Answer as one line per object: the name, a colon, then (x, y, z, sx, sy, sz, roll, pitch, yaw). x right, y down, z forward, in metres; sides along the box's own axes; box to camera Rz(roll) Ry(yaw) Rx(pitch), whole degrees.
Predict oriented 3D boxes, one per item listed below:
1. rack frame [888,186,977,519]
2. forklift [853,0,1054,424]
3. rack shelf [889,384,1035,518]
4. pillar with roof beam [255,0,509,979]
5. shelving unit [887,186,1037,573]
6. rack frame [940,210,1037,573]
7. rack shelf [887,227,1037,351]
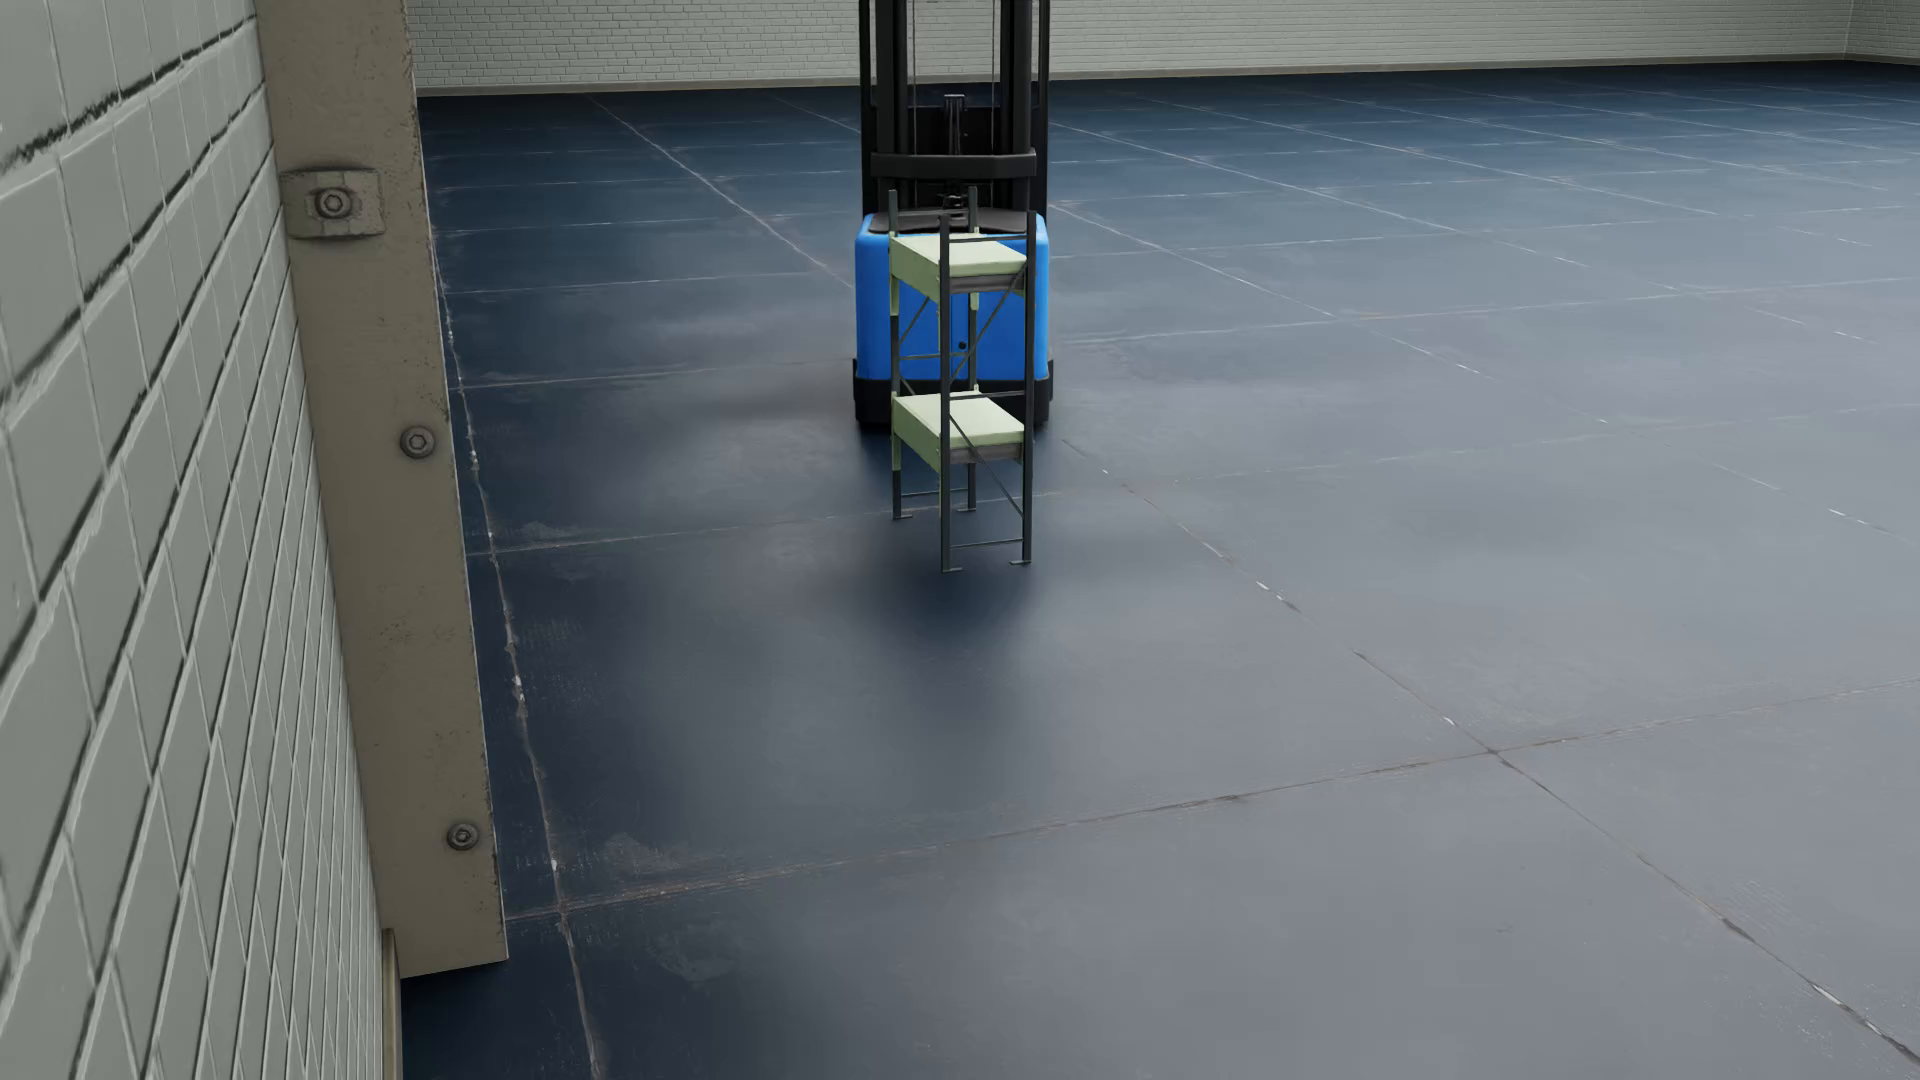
rack frame: (-0.117, -0.825, 7.496, 0.400, 1.500, 0.023, -6, 21, -17)
forklift: (-0.029, -2.449, 9.898, 1.130, 2.935, 3.031, 0, 20, 1)
rack shelf: (-0.002, -0.401, 7.279, 0.431, 0.370, 0.720, -6, 21, -17)
pillar with roof beam: (2.695, -3.641, 4.241, 9.100, 9.000, 0.400, -6, 21, -17)
shelving unit: (-0.002, -0.708, 7.169, 0.431, 1.500, 0.755, -6, 21, -17)
rack frame: (0.113, -0.591, 6.842, 0.400, 1.500, 0.023, -6, 21, -17)
rack shelf: (-0.002, -1.075, 7.037, 0.431, 0.370, 0.720, -6, 21, -17)
